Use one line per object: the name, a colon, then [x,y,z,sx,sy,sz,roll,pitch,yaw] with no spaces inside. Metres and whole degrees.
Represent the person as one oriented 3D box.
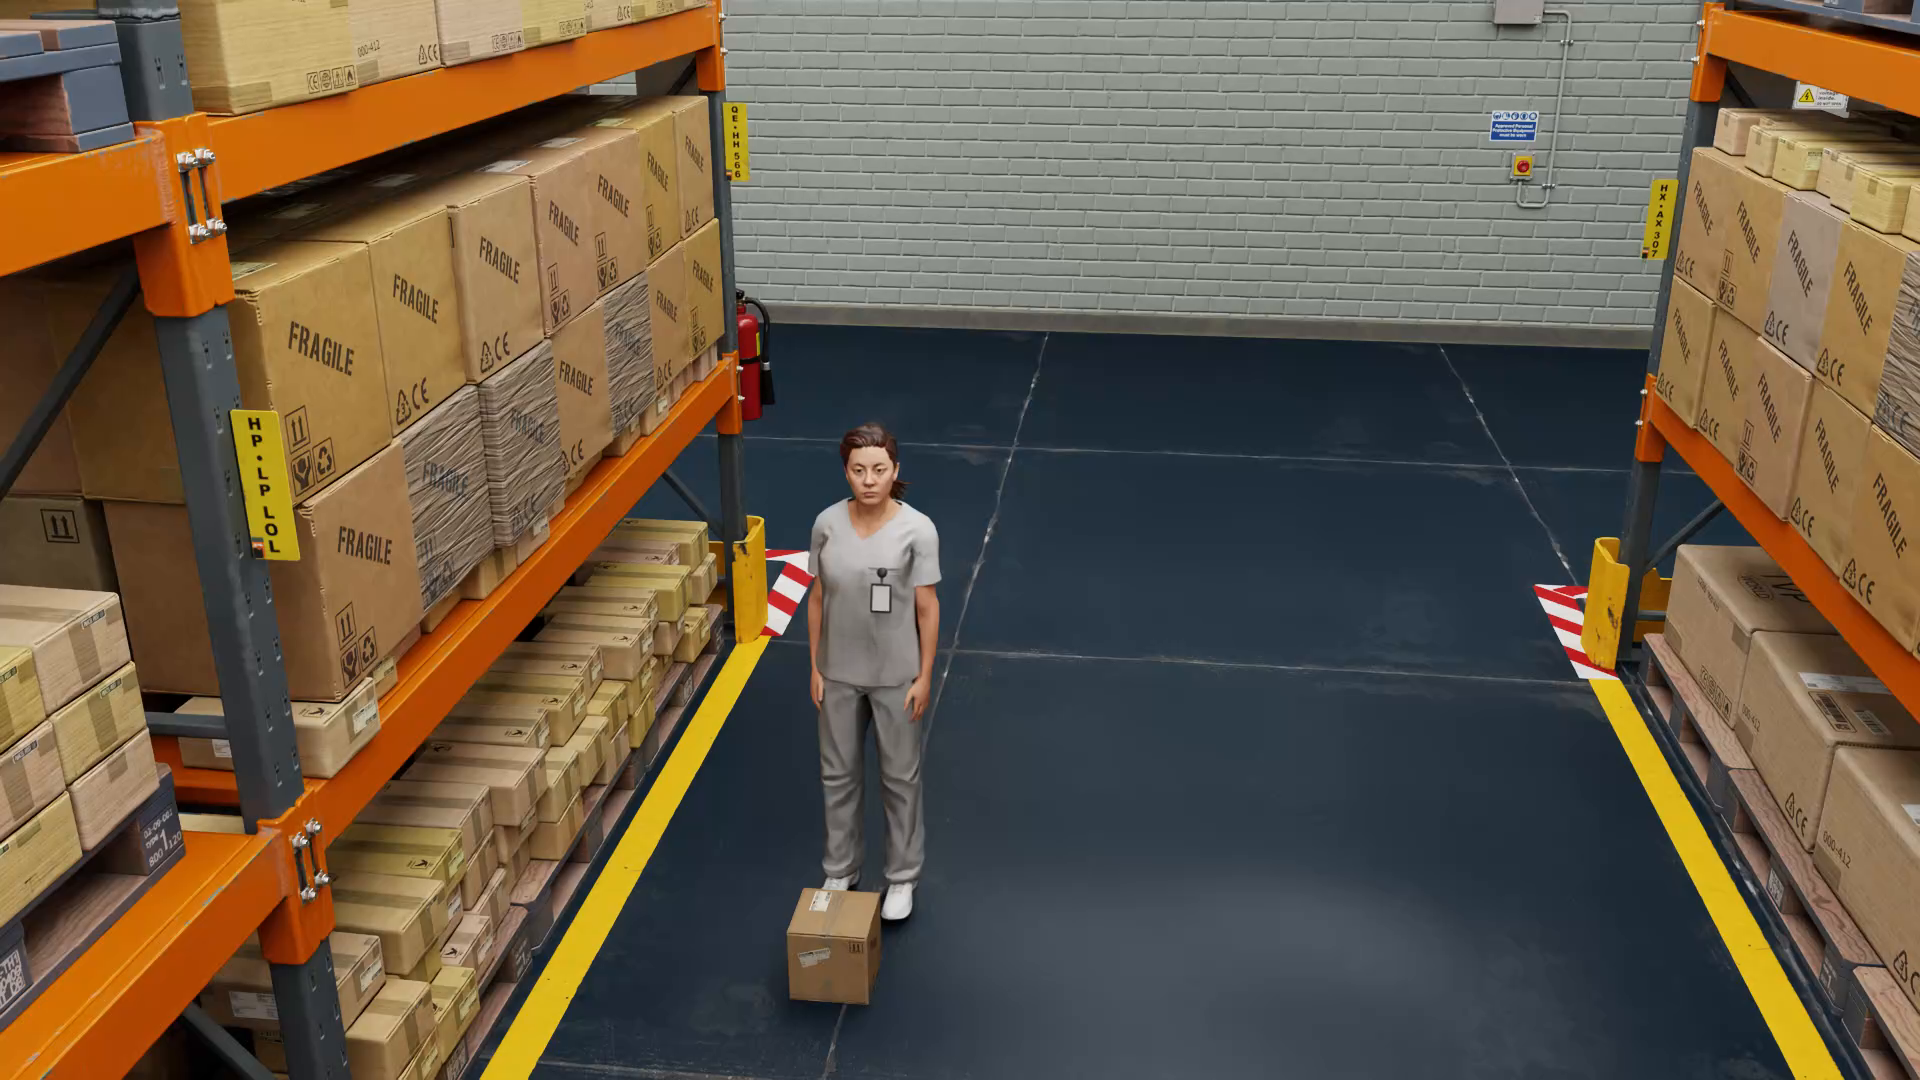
person: [-0.284,0.438,5.423,0.441,1.676,0.397,5,22,13]
